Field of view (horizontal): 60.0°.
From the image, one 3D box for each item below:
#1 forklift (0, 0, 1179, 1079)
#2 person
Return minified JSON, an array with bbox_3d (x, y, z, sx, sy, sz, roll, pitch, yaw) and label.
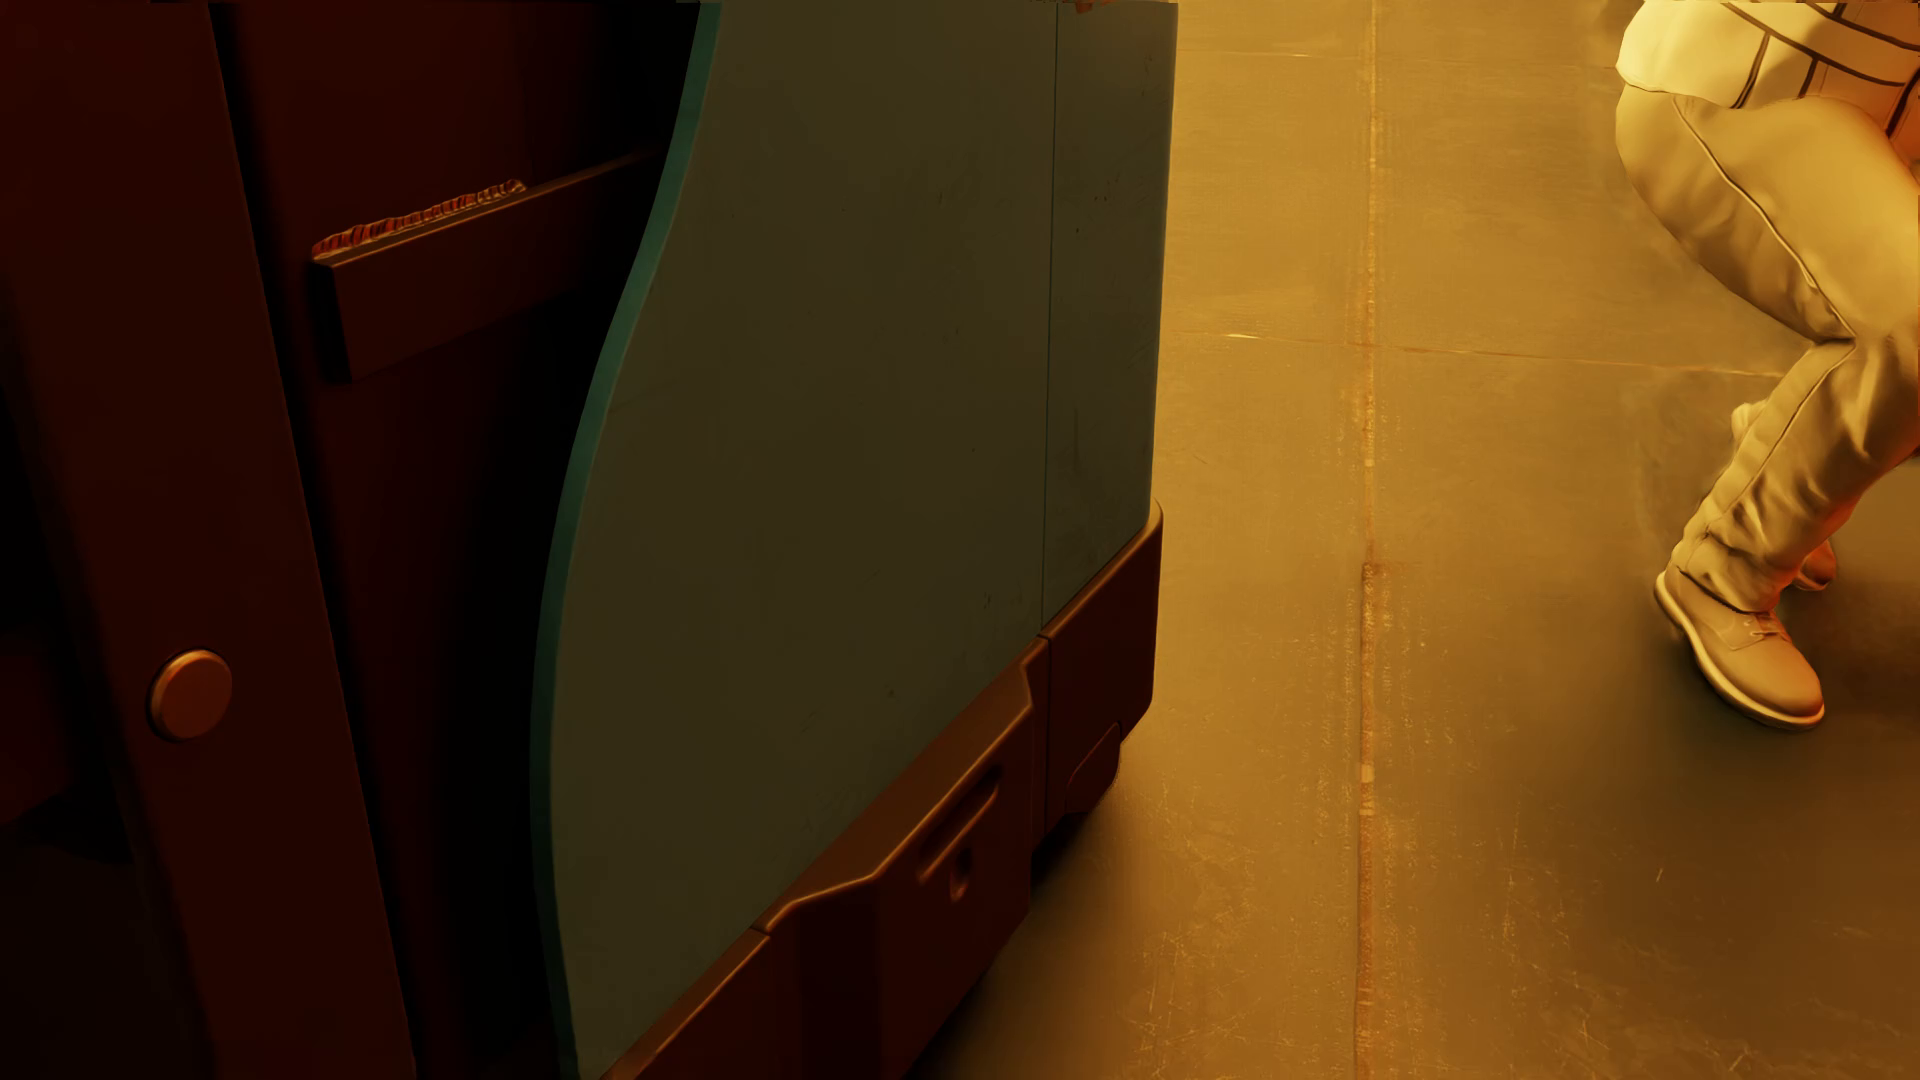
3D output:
[{"bbox_3d":[-0.912,-0.595,0.425,1.130,2.935,3.031,14,30,25],"label":"forklift"},{"bbox_3d":[1.143,-0.456,1.887,0.730,1.394,0.950,-8,28,-15],"label":"person"}]
